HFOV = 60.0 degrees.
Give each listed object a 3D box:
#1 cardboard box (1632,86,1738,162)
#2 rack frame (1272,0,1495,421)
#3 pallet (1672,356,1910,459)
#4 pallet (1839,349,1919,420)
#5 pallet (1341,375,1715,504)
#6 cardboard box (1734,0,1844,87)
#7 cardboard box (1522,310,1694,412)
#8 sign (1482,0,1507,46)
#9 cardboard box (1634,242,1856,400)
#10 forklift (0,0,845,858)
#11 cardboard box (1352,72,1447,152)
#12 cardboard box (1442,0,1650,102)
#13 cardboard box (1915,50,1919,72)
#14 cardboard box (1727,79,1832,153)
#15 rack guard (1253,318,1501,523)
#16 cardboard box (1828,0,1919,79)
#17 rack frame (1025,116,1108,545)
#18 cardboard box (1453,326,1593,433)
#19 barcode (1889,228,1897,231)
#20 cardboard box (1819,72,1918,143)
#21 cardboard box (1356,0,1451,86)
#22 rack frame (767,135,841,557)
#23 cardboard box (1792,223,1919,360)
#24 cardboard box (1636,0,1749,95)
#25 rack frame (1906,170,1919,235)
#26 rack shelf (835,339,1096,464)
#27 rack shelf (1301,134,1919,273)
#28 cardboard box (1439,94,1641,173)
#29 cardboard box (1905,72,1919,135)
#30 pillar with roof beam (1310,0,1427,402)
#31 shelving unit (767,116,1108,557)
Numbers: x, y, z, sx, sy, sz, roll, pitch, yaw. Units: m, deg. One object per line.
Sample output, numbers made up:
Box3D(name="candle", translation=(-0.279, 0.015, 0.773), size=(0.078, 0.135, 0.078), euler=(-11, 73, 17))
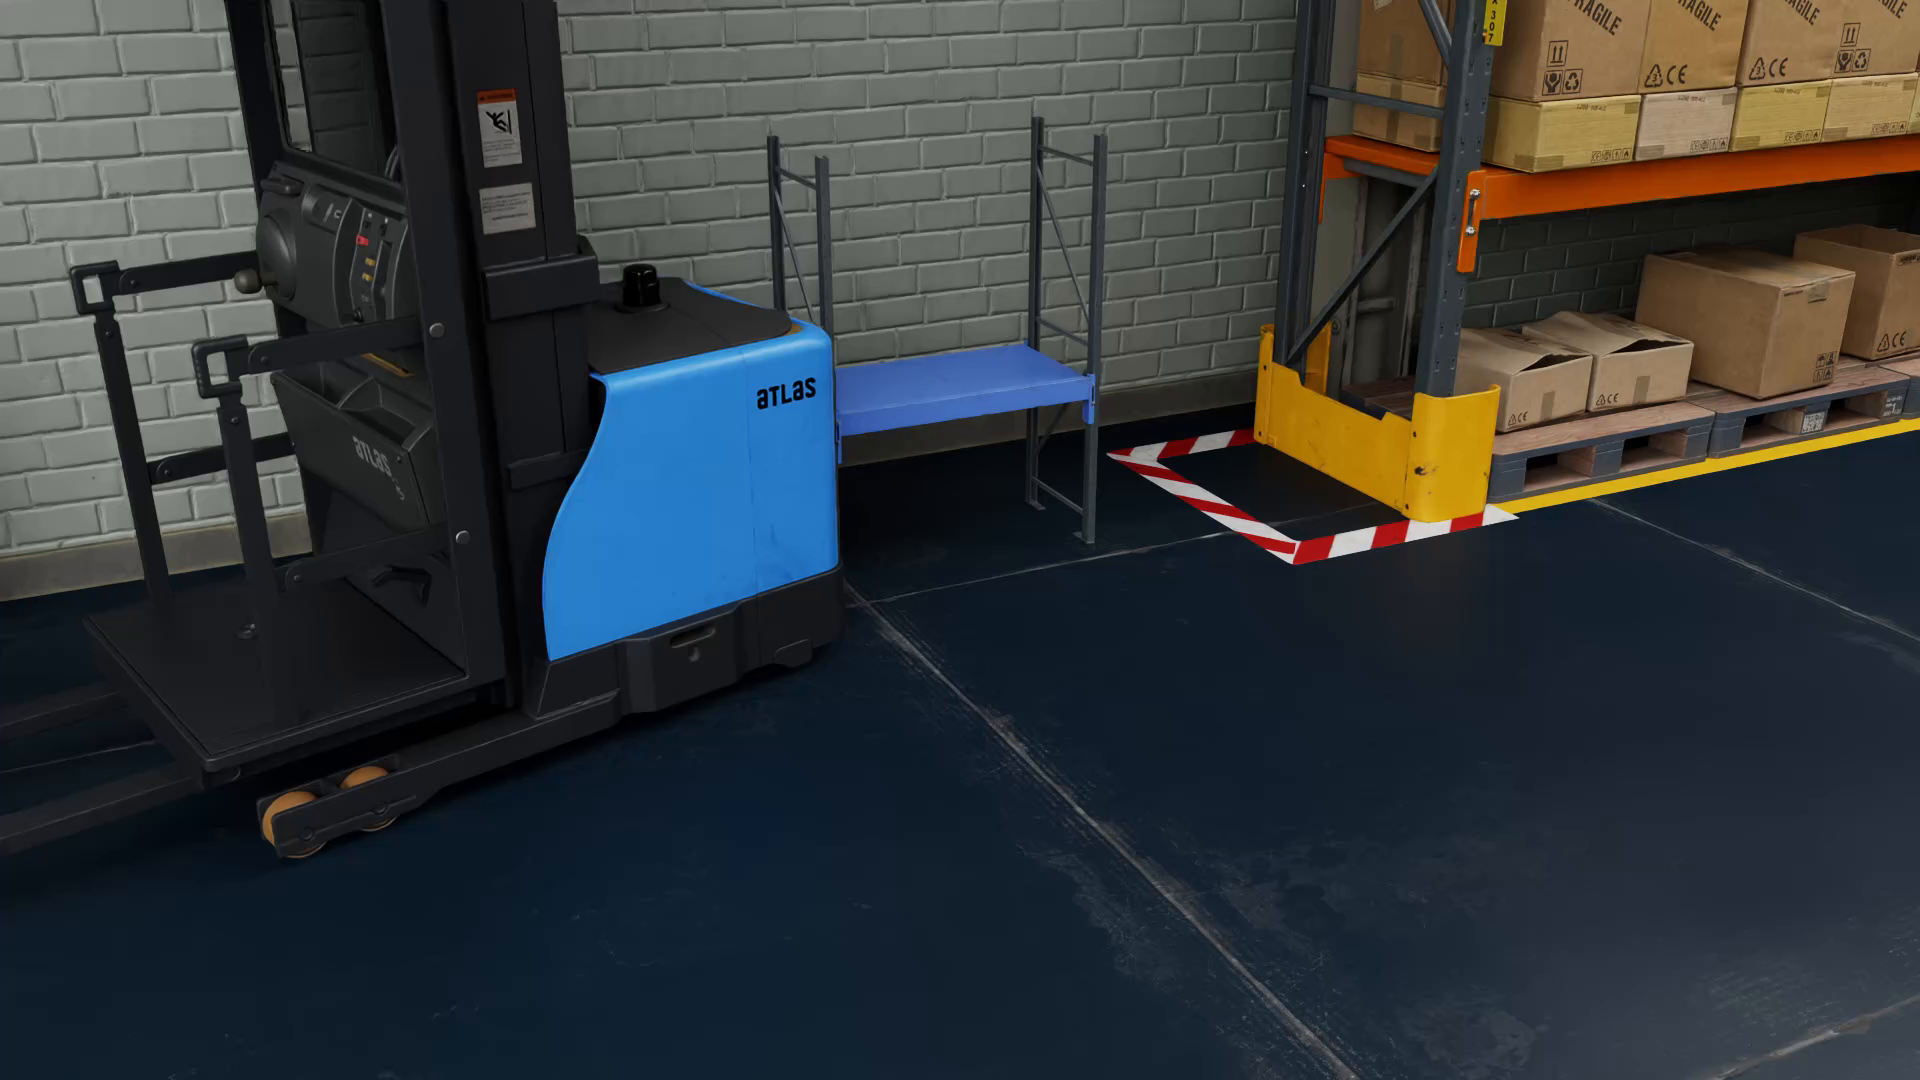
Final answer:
Box3D(name="cardboard box", translation=(2.651, -1.663, 6.517), size=(0.500, 0.250, 0.500), euler=(-11, 25, -25))
Box3D(name="rack frame", translation=(1.612, -1.661, 6.341), size=(0.127, 3.000, 1.000), euler=(-10, 25, -24))
Box3D(name="pallet", translation=(3.525, -0.709, 7.686), size=(1.213, 0.211, 1.003), euler=(-10, 25, -24))
Box3D(name="pallet", translation=(4.626, -0.912, 8.178), size=(1.213, 0.211, 1.003), euler=(-10, 25, -24))
Box3D(name="pallet", translation=(2.427, -0.508, 7.201), size=(1.213, 0.211, 1.003), euler=(-10, 25, -24))
Box3D(name="cardboard box", translation=(3.090, -2.085, 6.555), size=(0.500, 0.500, 0.500), euler=(-11, 25, -25))
Box3D(name="cardboard box", translation=(2.788, -0.800, 7.202), size=(0.500, 0.311, 0.500), euler=(-8, 24, -19))
Box3D(name="sign", translation=(1.847, -1.874, 5.723), size=(0.005, 0.325, 0.100), euler=(-10, 25, -24))
Box3D(name="cardboard box", translation=(3.471, -0.992, 7.418), size=(0.500, 0.500, 0.700), euler=(-12, 25, -27))
Box3D(name="forklift", translation=(-1.815, -0.764, 4.263), size=(3.031, 2.935, 1.130), euler=(-18, 29, -37))
Box3D(name="cardboard box", translation=(1.949, -1.745, 6.714), size=(0.500, 0.250, 0.500), euler=(-10, 25, -23))
Box3D(name="cardboard box", translation=(2.172, -1.923, 6.163), size=(0.500, 0.500, 0.500), euler=(-10, 25, -24))
Box3D(name="cardboard box", translation=(4.018, -2.261, 6.980), size=(0.500, 0.500, 0.500), euler=(-11, 25, -25))
Box3D(name="cardboard box", translation=(3.112, -1.746, 6.716), size=(0.500, 0.250, 0.500), euler=(-11, 25, -24))
Box3D(name="rack guard", translation=(1.680, -0.519, 6.849), size=(0.348, 0.500, 1.175), euler=(-10, 25, -24))
Box3D(name="cardboard box", translation=(3.550, -2.175, 6.771), size=(0.500, 0.500, 0.500), euler=(-10, 24, -22))
Box3D(name="rack frame", translation=(0.381, -0.763, 6.133), size=(0.032, 1.500, 0.500), euler=(-10, 25, -24))
Box3D(name="cardboard box", translation=(2.274, -0.706, 6.973), size=(0.500, 0.311, 0.500), euler=(-14, 26, -30))
Box3D(name="barcode", translation=(4.625, -1.514, 8.260), size=(0.075, 0.075, 0.001), euler=(-10, 25, -24))
Box3D(name="cardboard box", translation=(3.569, -1.829, 6.917), size=(0.500, 0.250, 0.500), euler=(-10, 25, -23))
Box3D(name="cardboard box", translation=(1.944, -2.099, 6.588), size=(0.500, 0.500, 0.500), euler=(-11, 25, -24))
Box3D(name="rack frame", translation=(-0.535, -0.595, 5.725), size=(0.032, 1.500, 0.500), euler=(-10, 25, -24))
Box3D(name="cardboard box", translation=(4.298, -1.187, 7.888), size=(0.500, 0.500, 0.500), euler=(-12, 26, -28))
Box3D(name="cardboard box", translation=(2.622, -2.002, 6.353), size=(0.500, 0.500, 0.500), euler=(-10, 25, -23))
Box3D(name="rack frame", translation=(5.216, -2.324, 7.944), size=(0.127, 3.000, 1.000), euler=(-10, 25, -24))
Box3D(name="rack shelf", translation=(-0.077, -0.513, 5.998), size=(1.000, 0.185, 0.538), euler=(-10, 25, -24))
Box3D(name="rack shelf", translation=(3.414, -1.660, 7.280), size=(4.000, 0.370, 1.077), euler=(-10, 25, -24))
Box3D(name="cardboard box", translation=(2.189, -1.572, 6.297), size=(0.500, 0.250, 0.500), euler=(-11, 25, -25))
Box3D(name="cardboard box", translation=(4.022, -1.913, 7.119), size=(0.500, 0.250, 0.500), euler=(-11, 25, -24))
Box3D(name="pillar with roof beam", translation=(3.734, -3.363, 2.610), size=(0.400, 9.000, 9.100), euler=(-10, 25, -24))
Box3D(name="shelving unit", translation=(-0.077, -0.679, 5.929), size=(1.048, 1.500, 0.538), euler=(-10, 25, -24))
